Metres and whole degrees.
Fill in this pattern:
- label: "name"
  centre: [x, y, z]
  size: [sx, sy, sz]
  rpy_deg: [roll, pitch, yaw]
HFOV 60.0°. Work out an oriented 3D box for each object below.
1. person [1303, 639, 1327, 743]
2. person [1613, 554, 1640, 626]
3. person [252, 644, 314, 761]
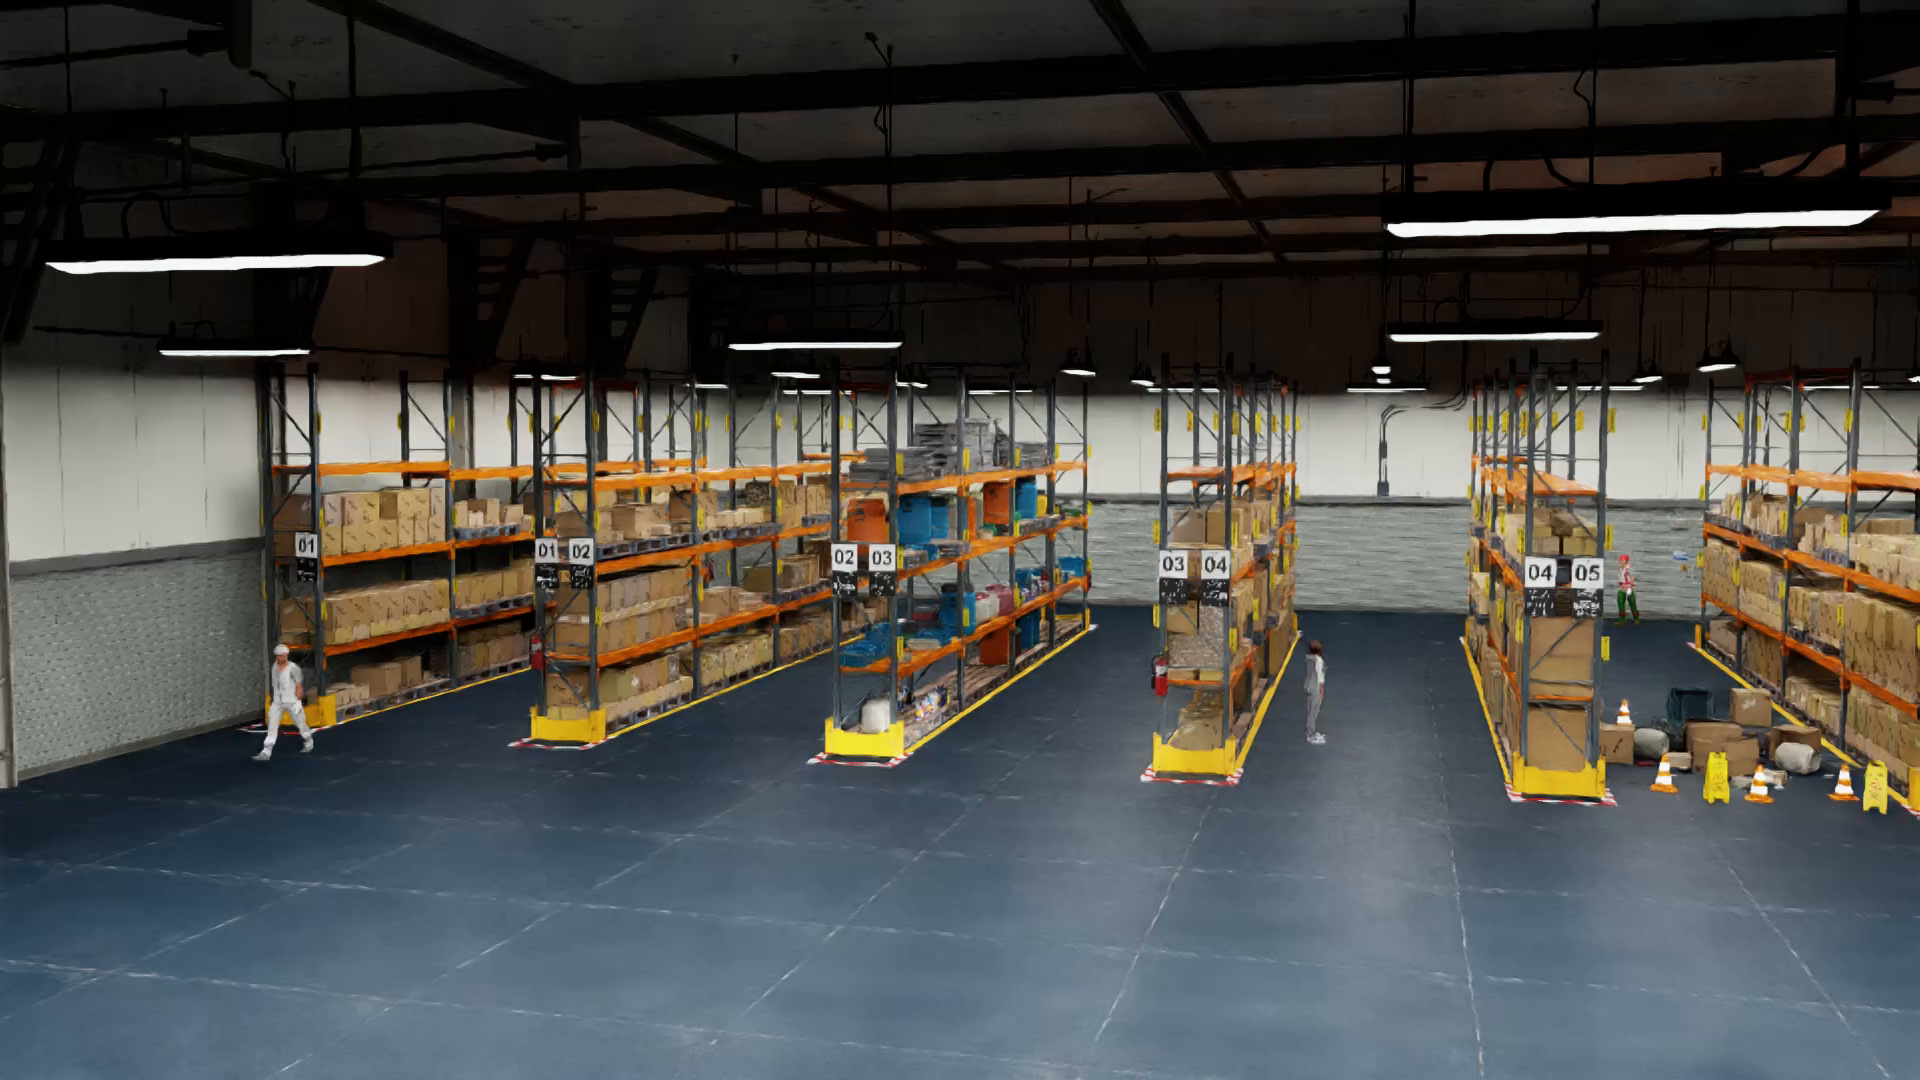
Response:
- label: "person"
  centre: [5.589, 2.357, 26.095]
  size: [0.406, 1.600, 0.468]
  rpy_deg: [-1, 4, -15]
- label: "person"
  centre: [16.534, 1.230, 41.147]
  size: [0.570, 1.783, 0.565]
  rpy_deg: [-1, 4, -19]
- label: "person"
  centre: [-10.049, 2.392, 24.750]
  size: [0.550, 1.709, 1.128]
  rpy_deg: [1, 4, 12]
